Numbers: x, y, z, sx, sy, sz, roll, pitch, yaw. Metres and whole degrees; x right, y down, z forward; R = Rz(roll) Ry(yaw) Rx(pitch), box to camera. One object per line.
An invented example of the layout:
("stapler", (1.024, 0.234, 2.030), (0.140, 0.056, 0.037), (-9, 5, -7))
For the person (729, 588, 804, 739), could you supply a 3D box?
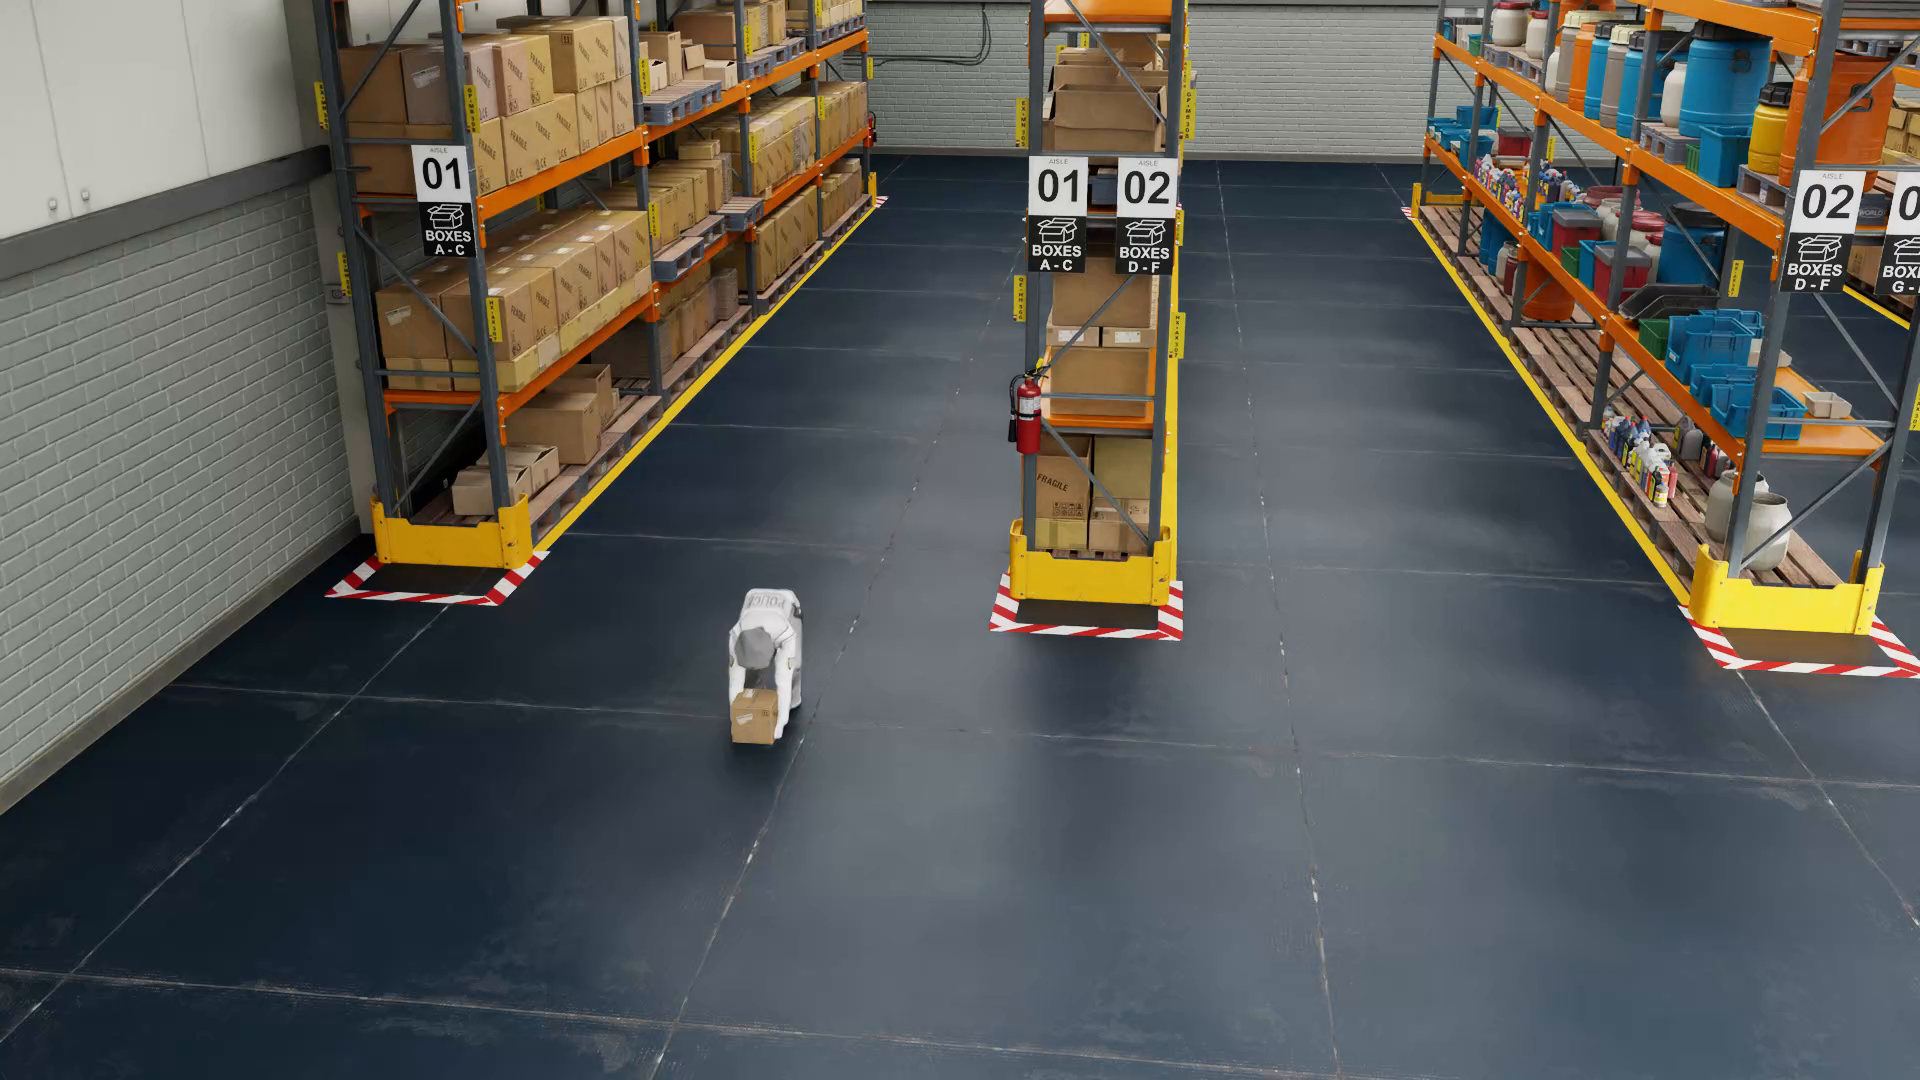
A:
("person", (-1.219, 0.753, 10.440), (0.459, 0.760, 0.914), (2, 21, 5))
